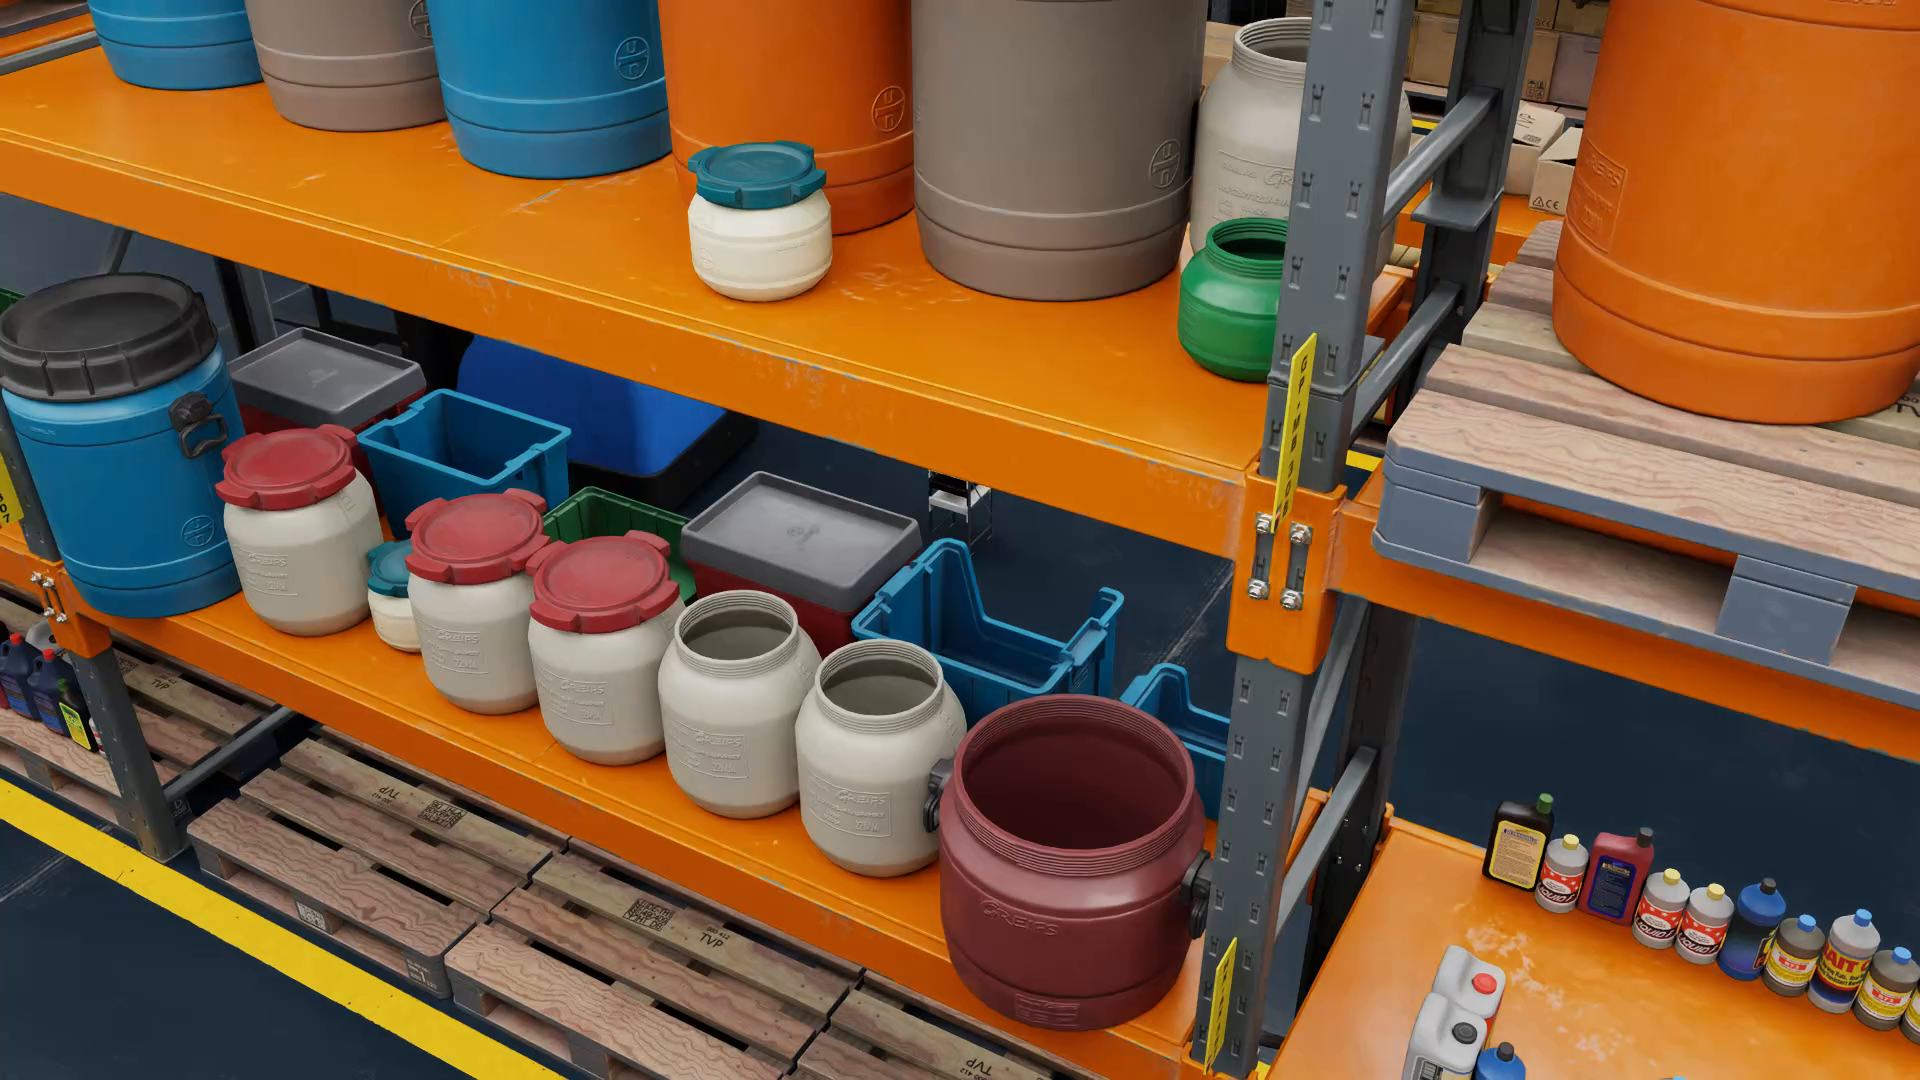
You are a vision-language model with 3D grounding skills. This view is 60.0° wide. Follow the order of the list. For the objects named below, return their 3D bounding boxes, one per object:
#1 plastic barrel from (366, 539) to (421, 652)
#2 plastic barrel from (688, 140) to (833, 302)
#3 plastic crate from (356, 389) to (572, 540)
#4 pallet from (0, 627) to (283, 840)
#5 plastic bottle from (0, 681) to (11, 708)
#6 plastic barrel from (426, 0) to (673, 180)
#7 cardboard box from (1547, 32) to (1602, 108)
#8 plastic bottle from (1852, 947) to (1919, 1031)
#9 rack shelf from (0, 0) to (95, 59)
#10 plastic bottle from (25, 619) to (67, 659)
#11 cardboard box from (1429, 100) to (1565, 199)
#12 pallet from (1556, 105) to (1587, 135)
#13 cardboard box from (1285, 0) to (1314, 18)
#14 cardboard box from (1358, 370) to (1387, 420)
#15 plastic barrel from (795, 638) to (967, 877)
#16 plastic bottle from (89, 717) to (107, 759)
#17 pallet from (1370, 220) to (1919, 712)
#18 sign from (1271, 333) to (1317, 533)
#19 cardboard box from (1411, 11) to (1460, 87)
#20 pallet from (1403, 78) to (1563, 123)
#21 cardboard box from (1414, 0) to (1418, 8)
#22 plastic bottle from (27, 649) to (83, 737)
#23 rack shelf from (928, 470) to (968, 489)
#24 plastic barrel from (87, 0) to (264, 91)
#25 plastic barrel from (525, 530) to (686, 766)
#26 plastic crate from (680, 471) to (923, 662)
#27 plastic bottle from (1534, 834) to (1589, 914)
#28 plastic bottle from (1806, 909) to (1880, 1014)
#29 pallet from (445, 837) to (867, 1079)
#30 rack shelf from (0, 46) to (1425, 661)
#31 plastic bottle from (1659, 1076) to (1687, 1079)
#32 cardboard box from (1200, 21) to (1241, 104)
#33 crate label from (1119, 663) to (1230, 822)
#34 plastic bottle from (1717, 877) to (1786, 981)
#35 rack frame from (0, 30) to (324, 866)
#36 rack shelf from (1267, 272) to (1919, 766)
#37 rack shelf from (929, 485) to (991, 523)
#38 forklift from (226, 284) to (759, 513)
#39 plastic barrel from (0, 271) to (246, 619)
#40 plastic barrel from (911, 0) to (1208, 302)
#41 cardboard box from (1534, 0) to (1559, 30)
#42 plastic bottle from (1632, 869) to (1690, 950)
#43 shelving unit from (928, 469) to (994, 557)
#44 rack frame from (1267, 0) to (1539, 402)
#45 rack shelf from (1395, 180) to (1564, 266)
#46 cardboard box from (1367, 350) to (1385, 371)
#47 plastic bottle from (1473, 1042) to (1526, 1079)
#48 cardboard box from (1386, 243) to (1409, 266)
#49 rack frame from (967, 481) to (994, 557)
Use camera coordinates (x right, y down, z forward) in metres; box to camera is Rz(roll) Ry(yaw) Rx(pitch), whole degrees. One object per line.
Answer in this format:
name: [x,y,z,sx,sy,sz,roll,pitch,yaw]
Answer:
plastic barrel: [-1.594,0.164,4.922,0.301,0.262,0.301,0,34,0]
plastic barrel: [-0.415,-0.659,3.452,0.301,0.262,0.301,0,34,0]
plastic crate: [-1.555,-0.171,5.315,0.575,0.384,0.392,18,37,24]
pallet: [-3.230,0.625,6.621,1.213,0.211,1.003,18,37,24]
plastic bottle: [-3.698,0.500,6.346,0.133,0.283,0.061,20,39,27]
plastic barrel: [-0.983,-1.393,3.977,0.708,0.901,0.600,18,37,24]
cardboard box: [4.681,-3.512,12.176,0.500,0.500,0.700,18,37,24]
plastic bottle: [2.082,0.995,3.728,0.097,0.201,0.097,0,34,0]
rack shelf: [-4.404,-1.830,5.735,4.000,0.370,1.077,18,37,24]
plastic bottle: [-3.485,0.450,6.428,0.135,0.276,0.152,18,37,24]
cardboard box: [2.586,-1.916,8.001,0.500,0.311,0.500,17,37,24]
pallet: [5.043,-3.054,12.145,1.213,0.211,1.003,18,37,24]
cardboard box: [2.896,-4.047,12.979,0.500,0.500,0.700,19,38,26]
cardboard box: [2.239,-0.811,8.364,0.500,0.250,0.500,17,37,24]
plastic barrel: [-0.194,0.542,4.129,0.421,0.512,0.421,0,34,0]
plastic bottle: [-3.137,0.701,6.119,0.097,0.201,0.097,0,34,0]
pallet: [1.421,-0.144,2.723,1.213,0.211,1.003,18,37,24]
sign: [0.539,-0.169,2.686,0.005,0.325,0.100,18,37,24]
cardboard box: [3.792,-3.769,12.562,0.500,0.500,0.700,18,38,25]
pallet: [3.988,-3.390,12.650,1.213,0.211,1.003,18,37,24]
cardboard box: [3.280,-4.240,12.592,0.500,0.250,0.500,17,37,23]
plastic bottle: [-3.370,0.550,6.211,0.185,0.351,0.144,17,37,23]
rack shelf: [0.007,-0.345,7.516,0.200,0.077,0.258,18,37,24]
plastic barrel: [-2.118,-1.753,4.517,0.708,0.901,0.600,18,37,24]
plastic barrel: [-0.933,0.302,4.468,0.433,0.535,0.433,0,34,0]
plastic crate: [-0.446,0.151,4.760,0.583,0.464,0.402,18,37,24]
plastic bottle: [1.459,0.798,4.024,0.097,0.201,0.097,0,34,0]
plastic bottle: [1.998,0.939,3.749,0.097,0.271,0.097,0,34,0]
pallet: [-0.903,1.362,5.515,1.213,0.211,1.003,18,37,24]
rack shelf: [-0.931,-0.730,4.083,4.000,0.370,1.077,18,37,24]
plastic bottle: [1.468,1.188,3.439,0.097,0.201,0.097,0,34,0]
cardboard box: [1.345,-2.254,8.338,0.500,0.500,0.500,18,38,24]
crate label: [0.626,0.542,4.380,0.416,0.233,0.303,18,37,24]
plastic bottle: [1.829,0.886,3.829,0.097,0.271,0.097,0,34,0]
rack frame: [-2.667,-0.331,5.541,0.127,3.000,1.000,18,37,24]
rack shelf: [2.542,0.370,2.431,4.000,0.370,1.077,18,37,24]
rack shelf: [0.007,-0.195,7.615,0.200,0.077,0.258,18,37,24]
forklift: [-2.590,-1.825,7.846,3.031,2.935,1.130,13,36,19]
plastic barrel: [-2.482,-0.288,5.024,0.708,0.901,0.600,18,37,24]
plastic barrel: [0.200,-1.019,3.415,0.600,0.901,0.600,0,34,0]
cardboard box: [4.157,-3.952,12.161,0.500,0.250,0.500,17,37,24]
plastic bottle: [1.660,0.862,3.929,0.097,0.201,0.097,0,34,0]
shelving unit: [0.007,-0.372,7.497,0.210,0.900,0.258,18,37,24]
rack frame: [0.805,-1.728,2.226,0.127,3.000,1.000,18,37,24]
rack shelf: [1.530,-1.864,8.492,4.000,0.370,1.077,18,37,24]
cardboard box: [2.235,-1.043,8.206,0.500,0.311,0.500,17,37,24]
plastic bottle: [1.108,1.142,3.445,0.097,0.271,0.097,0,34,0]
cardboard box: [2.056,-1.445,8.809,0.500,0.311,0.500,17,37,23]
rack frame: [0.095,-0.344,7.455,0.006,0.900,0.240,18,37,24]
